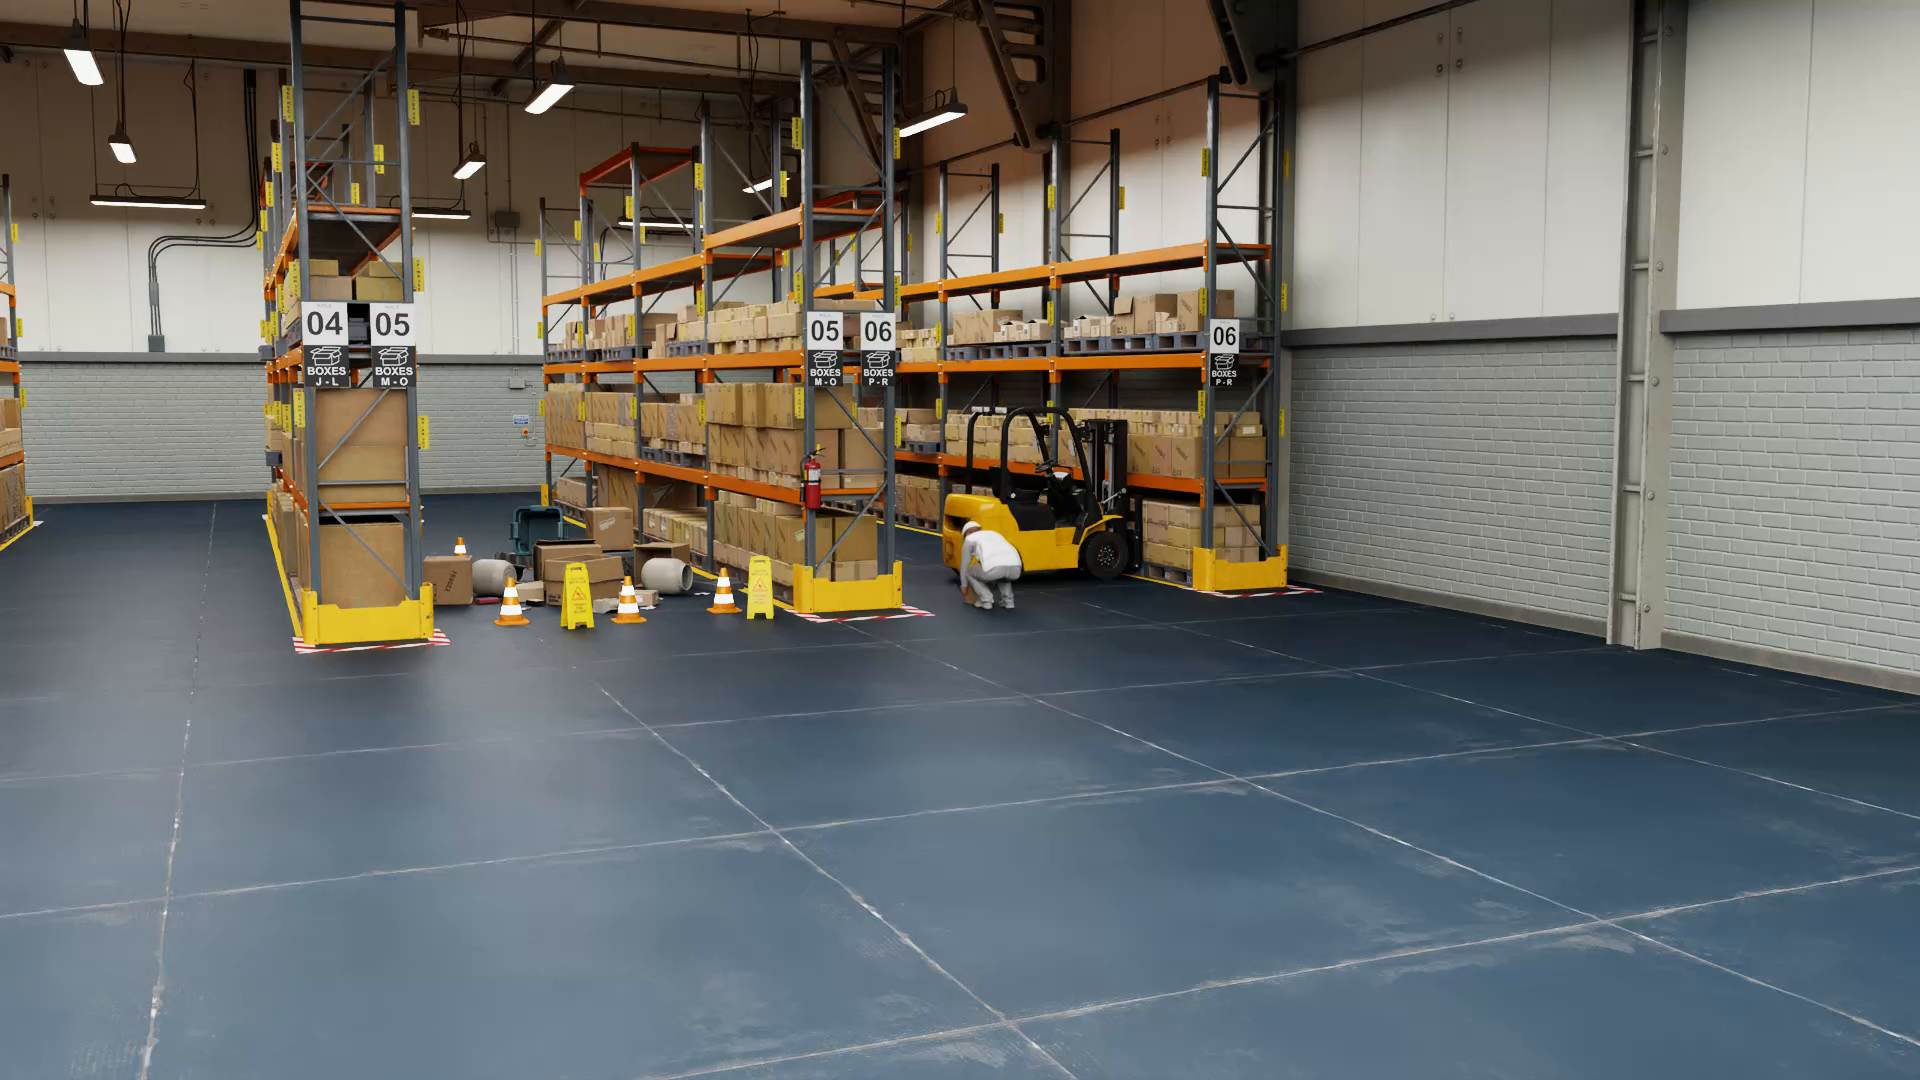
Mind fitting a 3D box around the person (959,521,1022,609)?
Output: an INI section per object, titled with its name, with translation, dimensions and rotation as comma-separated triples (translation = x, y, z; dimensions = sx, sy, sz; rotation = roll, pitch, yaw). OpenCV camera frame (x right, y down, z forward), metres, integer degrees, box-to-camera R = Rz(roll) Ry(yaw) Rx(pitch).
[person]
translation = 0.314, 0.276, 18.298
dimensions = 0.536, 0.916, 0.913
rotation = -2, 6, -24
